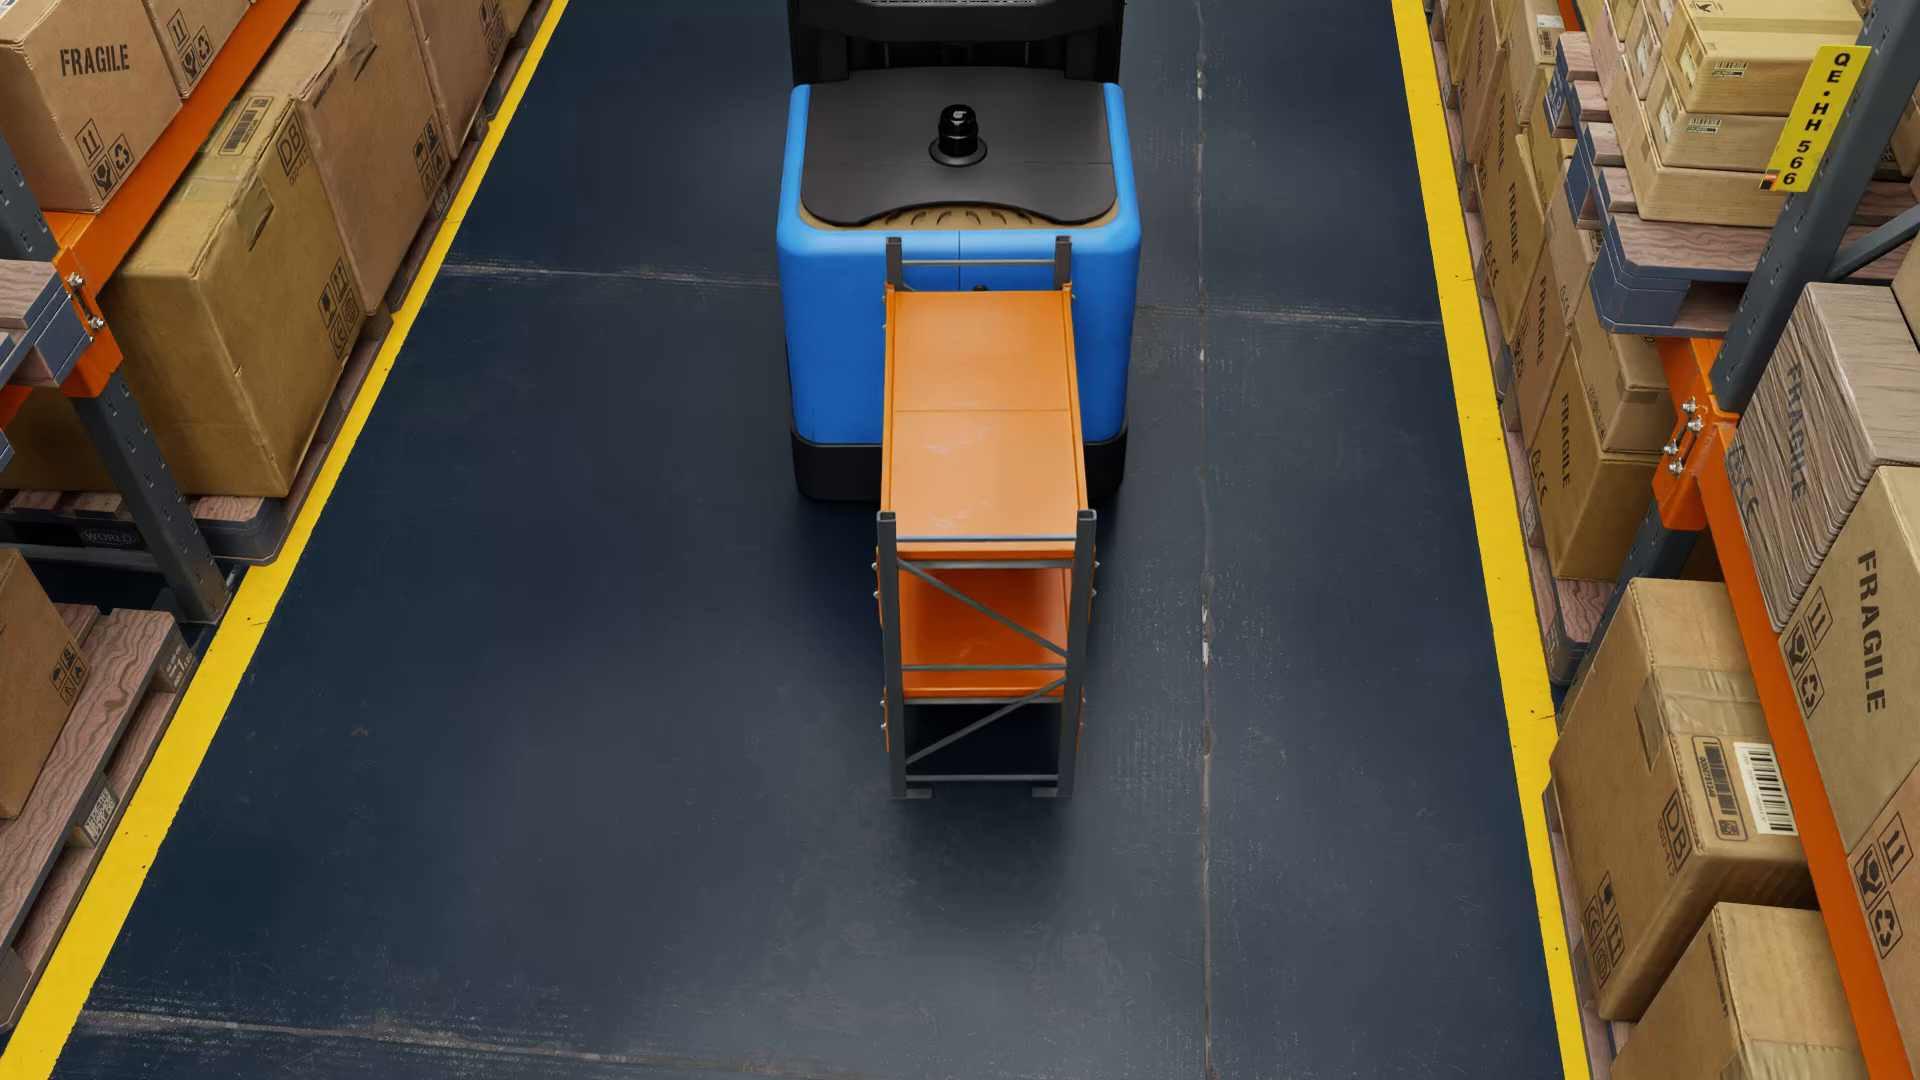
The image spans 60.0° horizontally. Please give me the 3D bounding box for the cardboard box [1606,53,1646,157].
[{"bbox_3d":[1.814,-1.053,4.066,0.380,0.149,0.250,4,48,3],"label":"cardboard box"}]

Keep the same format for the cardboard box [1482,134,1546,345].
[{"bbox_3d":[2.085,-0.991,5.533,0.500,0.500,0.500,2,48,2],"label":"cardboard box"}]

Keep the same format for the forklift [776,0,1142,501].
[{"bbox_3d":[-0.016,-2.186,5.263,1.130,2.935,3.031,0,48,0],"label":"forklift"}]

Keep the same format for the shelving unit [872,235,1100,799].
[{"bbox_3d":[0.055,-0.052,4.535,0.538,1.125,1.048,0,48,0],"label":"shelving unit"}]

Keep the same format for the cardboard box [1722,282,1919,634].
[{"bbox_3d":[1.893,-0.143,3.280,0.500,0.500,0.500,4,48,4],"label":"cardboard box"}]

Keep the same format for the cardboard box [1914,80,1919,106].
[{"bbox_3d":[2.469,-1.119,3.925,0.380,0.149,0.250,6,48,5],"label":"cardboard box"}]

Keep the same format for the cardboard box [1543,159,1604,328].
[{"bbox_3d":[2.039,-0.864,4.909,0.500,0.250,0.500,4,48,4],"label":"cardboard box"}]

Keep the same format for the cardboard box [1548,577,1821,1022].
[{"bbox_3d":[2.057,0.638,3.874,1.050,0.750,0.750,3,48,3],"label":"cardboard box"}]

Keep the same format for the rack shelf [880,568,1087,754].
[{"bbox_3d":[0.055,0.113,4.715,0.538,0.278,1.000,0,48,0],"label":"rack shelf"}]

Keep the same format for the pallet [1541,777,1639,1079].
[{"bbox_3d":[2.056,1.095,4.106,1.003,0.211,1.213,4,48,4],"label":"pallet"}]

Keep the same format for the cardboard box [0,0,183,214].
[{"bbox_3d":[-2.412,-1.201,4.248,0.500,0.500,0.500,5,48,5],"label":"cardboard box"}]

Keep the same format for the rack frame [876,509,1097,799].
[{"bbox_3d":[0.061,0.323,4.192,0.500,1.125,0.032,0,48,0],"label":"rack frame"}]

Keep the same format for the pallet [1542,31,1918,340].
[{"bbox_3d":[2.161,-0.887,4.158,1.213,0.211,1.003,4,48,4],"label":"pallet"}]

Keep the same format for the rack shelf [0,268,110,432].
[{"bbox_3d":[-2.910,0.884,2.896,1.077,0.370,4.000,4,48,4],"label":"rack shelf"}]

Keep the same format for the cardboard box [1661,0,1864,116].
[{"bbox_3d":[1.791,-1.070,3.678,0.380,0.149,0.250,2,48,2],"label":"cardboard box"}]

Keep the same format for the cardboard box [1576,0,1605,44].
[{"bbox_3d":[1.863,-1.425,4.407,0.380,0.149,0.250,3,48,3],"label":"cardboard box"}]

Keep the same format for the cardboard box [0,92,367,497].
[{"bbox_3d":[-2.644,-0.759,5.067,1.225,0.875,0.875,2,48,2],"label":"cardboard box"}]

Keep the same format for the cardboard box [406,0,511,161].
[{"bbox_3d":[-2.482,-2.064,6.261,1.225,0.875,0.875,2,48,2],"label":"cardboard box"}]

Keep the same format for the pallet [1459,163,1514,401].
[{"bbox_3d":[2.389,-0.948,5.974,1.003,0.211,1.213,4,48,4],"label":"pallet"}]

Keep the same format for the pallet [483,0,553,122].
[{"bbox_3d":[-2.358,-2.255,7.169,1.003,0.211,1.213,4,48,4],"label":"pallet"}]

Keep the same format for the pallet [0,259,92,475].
[{"bbox_3d":[-2.687,-0.233,3.560,1.213,0.211,1.003,4,48,4],"label":"pallet"}]

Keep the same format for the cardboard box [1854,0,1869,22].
[{"bbox_3d":[2.516,-1.387,4.371,0.380,0.149,0.250,6,48,5],"label":"cardboard box"}]

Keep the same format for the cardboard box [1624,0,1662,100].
[{"bbox_3d":[1.817,-1.168,3.970,0.380,0.149,0.250,5,48,5],"label":"cardboard box"}]

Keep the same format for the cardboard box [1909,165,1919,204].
[{"bbox_3d":[2.444,-0.793,3.828,0.380,0.149,0.250,3,48,3],"label":"cardboard box"}]

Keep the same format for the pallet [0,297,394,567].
[{"bbox_3d":[-2.581,-0.462,5.529,1.003,0.211,1.213,4,48,4],"label":"pallet"}]

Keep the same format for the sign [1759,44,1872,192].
[{"bbox_3d":[1.661,-0.814,3.231,0.100,0.325,0.005,4,48,4],"label":"sign"}]

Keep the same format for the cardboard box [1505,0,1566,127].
[{"bbox_3d":[2.140,-1.620,5.600,0.500,0.250,0.500,6,48,5],"label":"cardboard box"}]

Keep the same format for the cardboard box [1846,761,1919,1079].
[{"bbox_3d":[1.803,0.602,2.599,0.500,0.500,0.500,4,48,3],"label":"cardboard box"}]

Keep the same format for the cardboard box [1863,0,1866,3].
[{"bbox_3d":[2.513,-1.501,4.274,0.380,0.149,0.250,4,48,4],"label":"cardboard box"}]

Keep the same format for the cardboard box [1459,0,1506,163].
[{"bbox_3d":[2.189,-1.744,6.222,0.500,0.500,0.500,6,48,5],"label":"cardboard box"}]

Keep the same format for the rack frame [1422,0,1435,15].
[{"bbox_3d":[2.567,-3.360,6.290,1.000,3.000,0.127,4,48,4],"label":"rack frame"}]

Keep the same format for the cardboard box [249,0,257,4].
[{"bbox_3d":[-2.325,-1.957,4.939,0.500,0.500,0.500,3,48,3],"label":"cardboard box"}]

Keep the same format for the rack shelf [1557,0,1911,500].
[{"bbox_3d":[2.385,-1.648,5.212,1.077,0.370,4.000,4,48,4],"label":"rack shelf"}]

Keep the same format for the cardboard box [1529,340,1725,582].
[{"bbox_3d":[2.002,-0.220,4.828,0.500,0.500,0.500,4,48,3],"label":"cardboard box"}]
